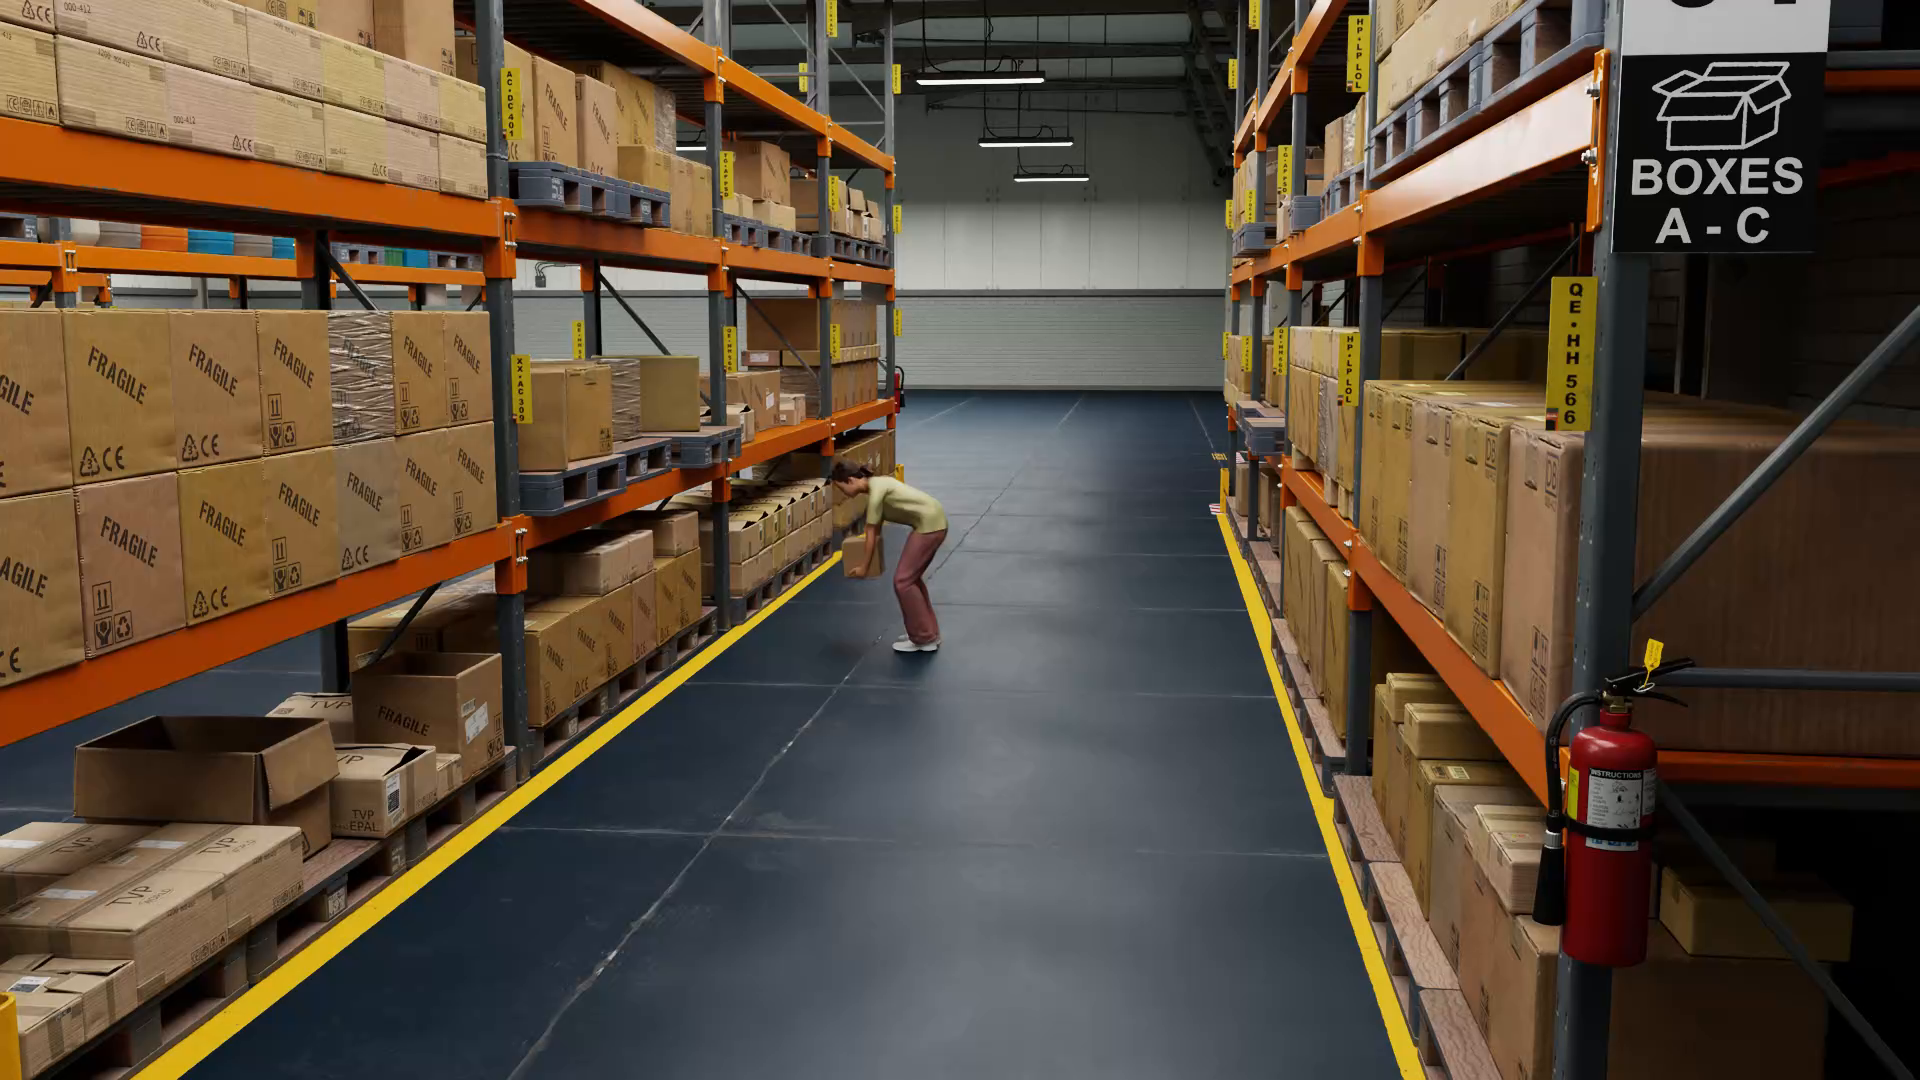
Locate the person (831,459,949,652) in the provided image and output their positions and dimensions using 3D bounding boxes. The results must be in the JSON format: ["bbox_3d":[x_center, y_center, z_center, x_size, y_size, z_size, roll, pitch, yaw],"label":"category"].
[{"bbox_3d":[-0.483,0.100,11.455,0.806,1.307,0.425,1,8,4],"label":"person"}]
